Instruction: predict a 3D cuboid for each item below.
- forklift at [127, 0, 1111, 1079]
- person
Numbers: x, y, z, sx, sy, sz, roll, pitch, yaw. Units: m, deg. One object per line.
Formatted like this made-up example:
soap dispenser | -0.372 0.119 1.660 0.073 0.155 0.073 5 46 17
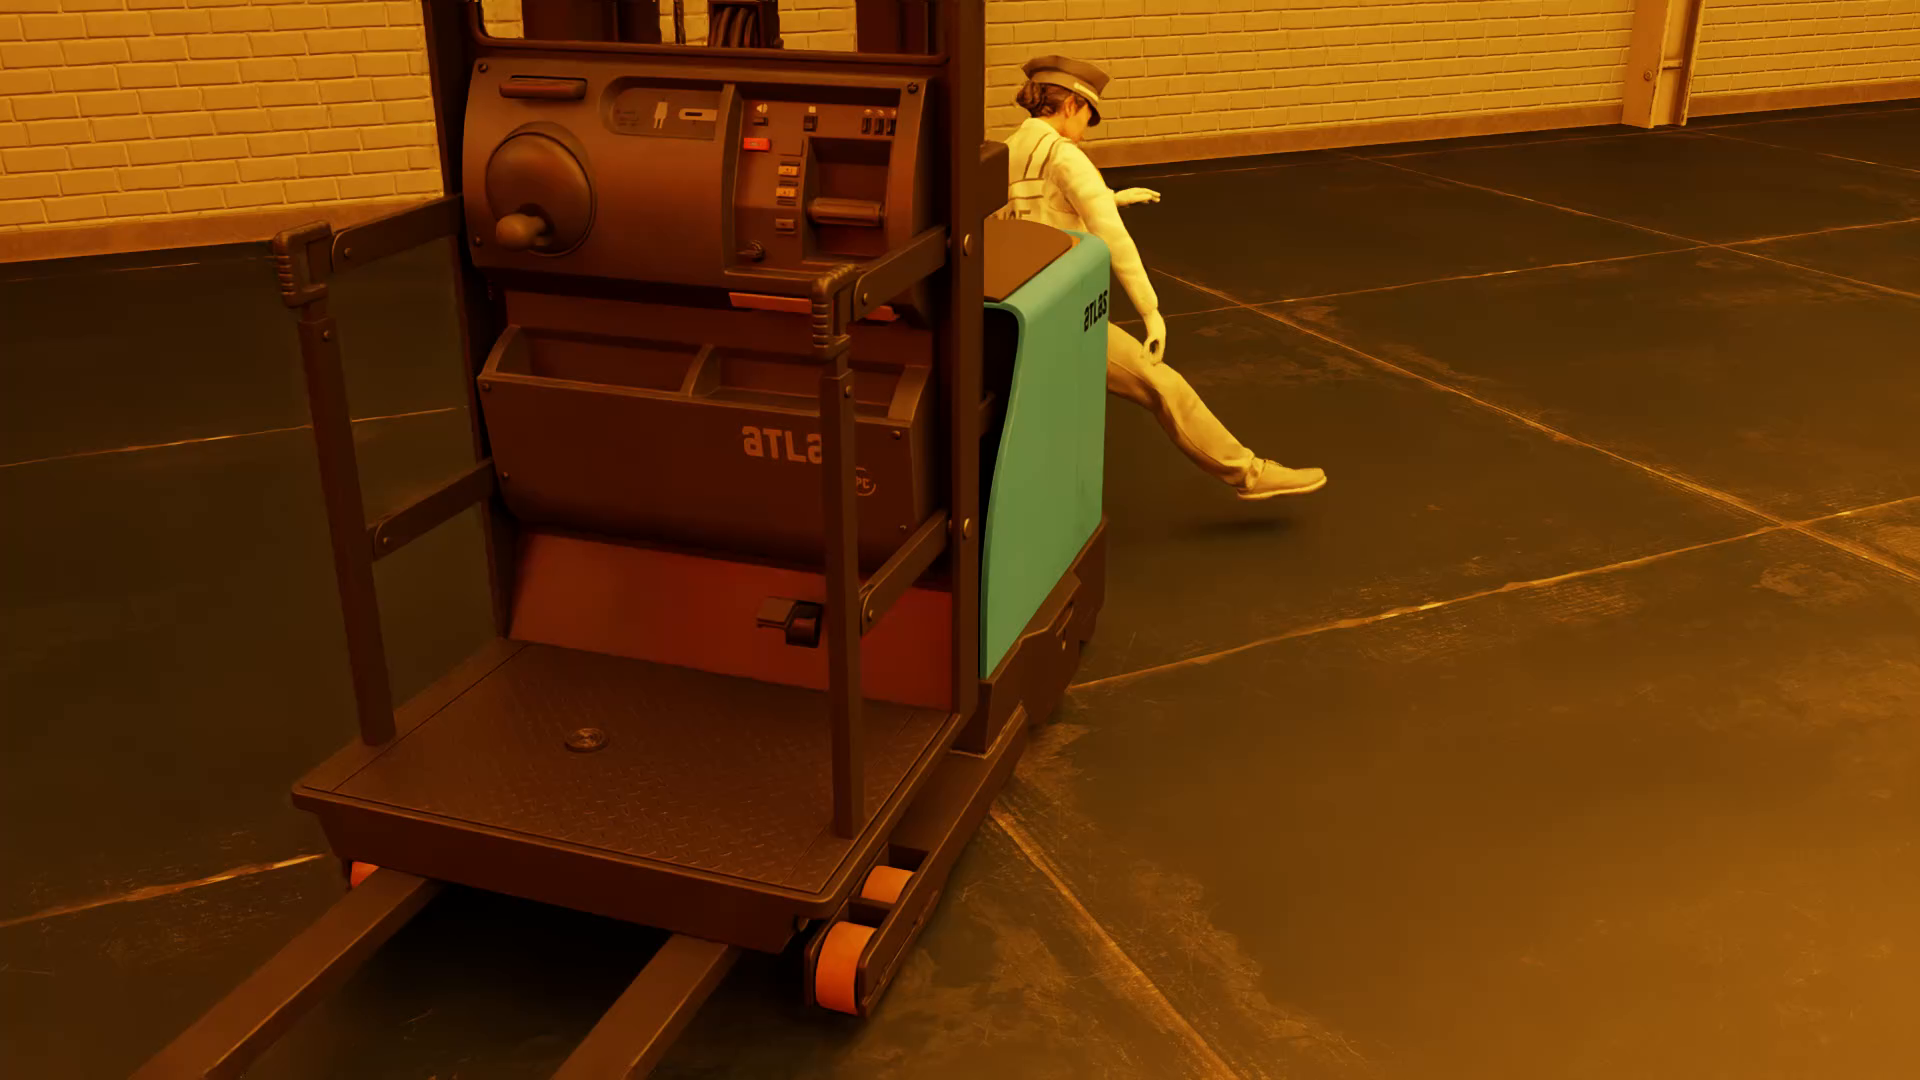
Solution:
forklift | -0.575 -0.666 2.889 1.130 2.935 3.031 8 24 18
person | 0.503 -0.764 5.128 1.037 1.438 0.918 -10 25 -23
